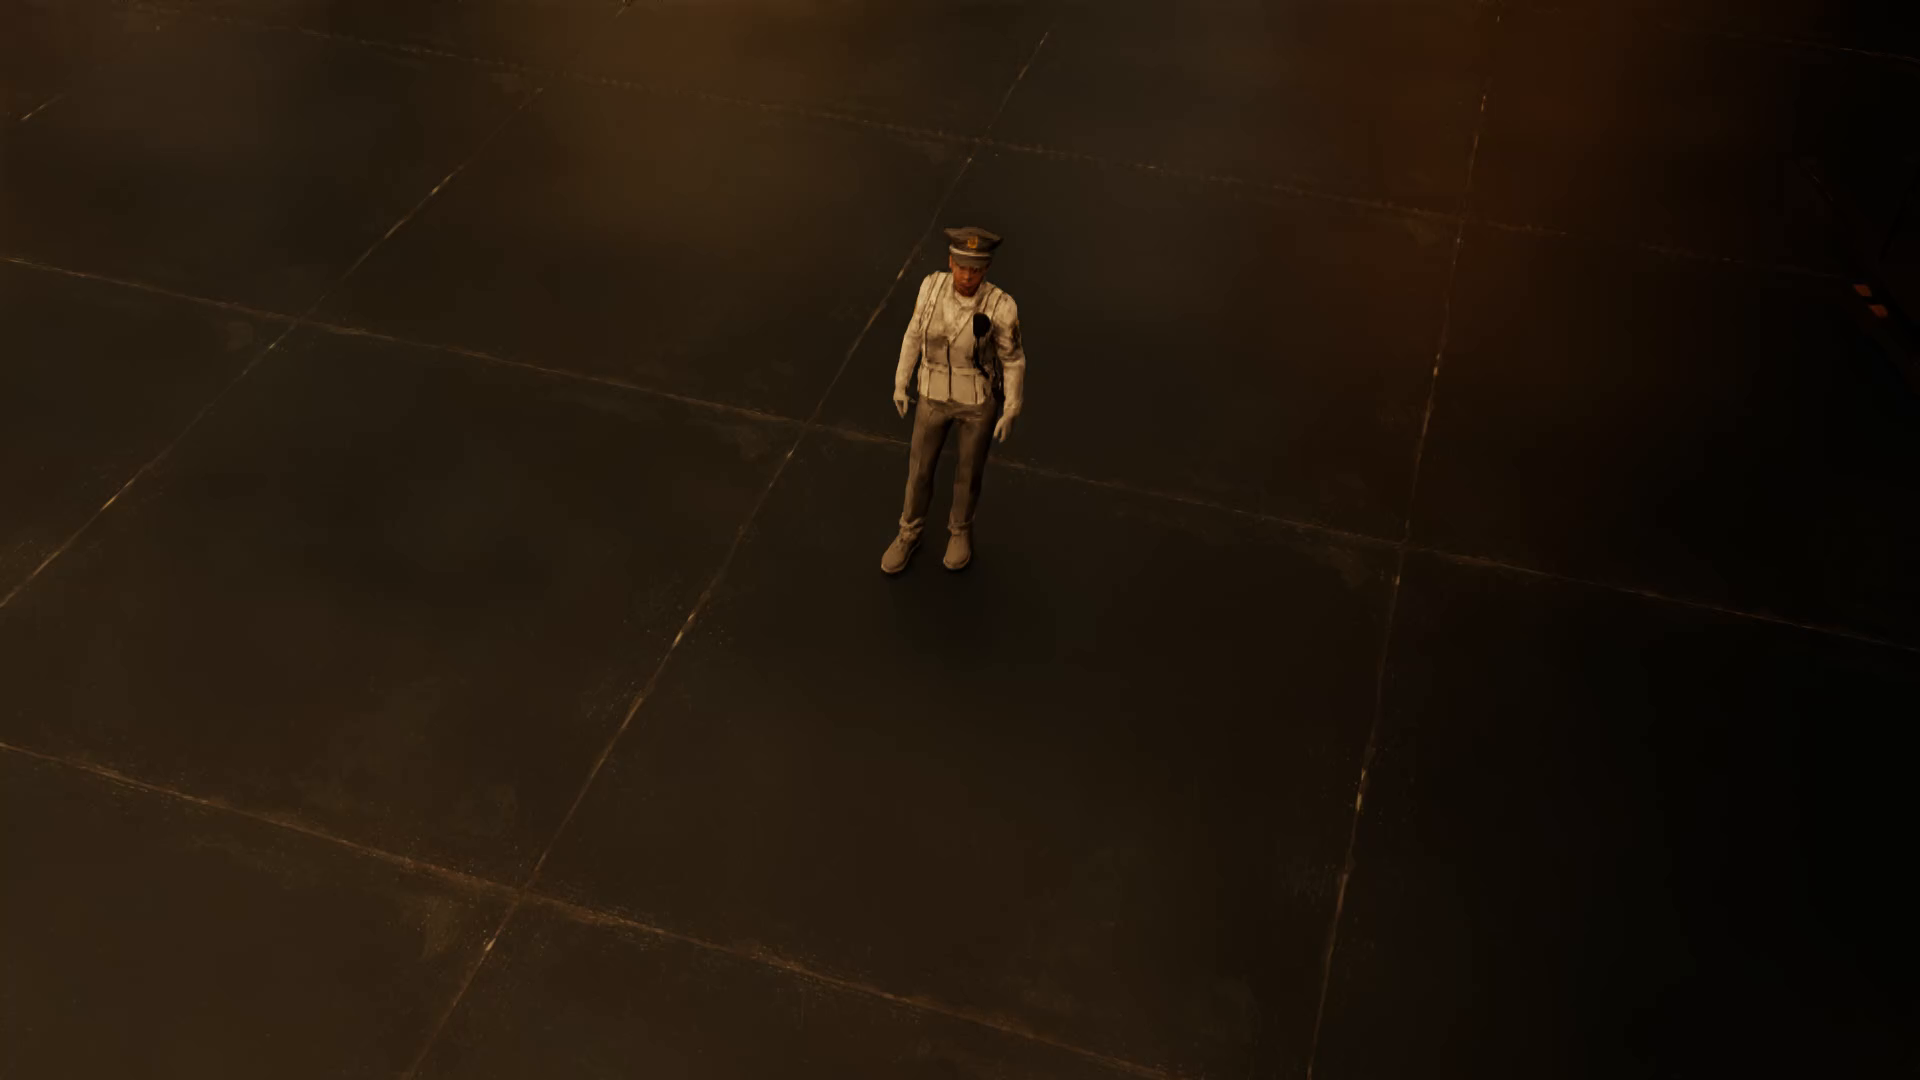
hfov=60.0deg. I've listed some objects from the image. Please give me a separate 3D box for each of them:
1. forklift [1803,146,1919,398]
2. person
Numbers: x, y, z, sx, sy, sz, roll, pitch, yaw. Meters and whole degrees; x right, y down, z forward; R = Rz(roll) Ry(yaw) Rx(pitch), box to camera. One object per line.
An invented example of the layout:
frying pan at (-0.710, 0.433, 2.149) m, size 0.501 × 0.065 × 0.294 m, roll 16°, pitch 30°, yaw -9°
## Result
forklift at (5.445, -2.168, 8.019) m, size 1.130 × 2.935 × 3.031 m, roll -2°, pitch 43°, yaw -2°
person at (-0.027, -0.583, 7.213) m, size 0.586 × 1.695 × 0.533 m, roll 12°, pitch 44°, yaw 13°
